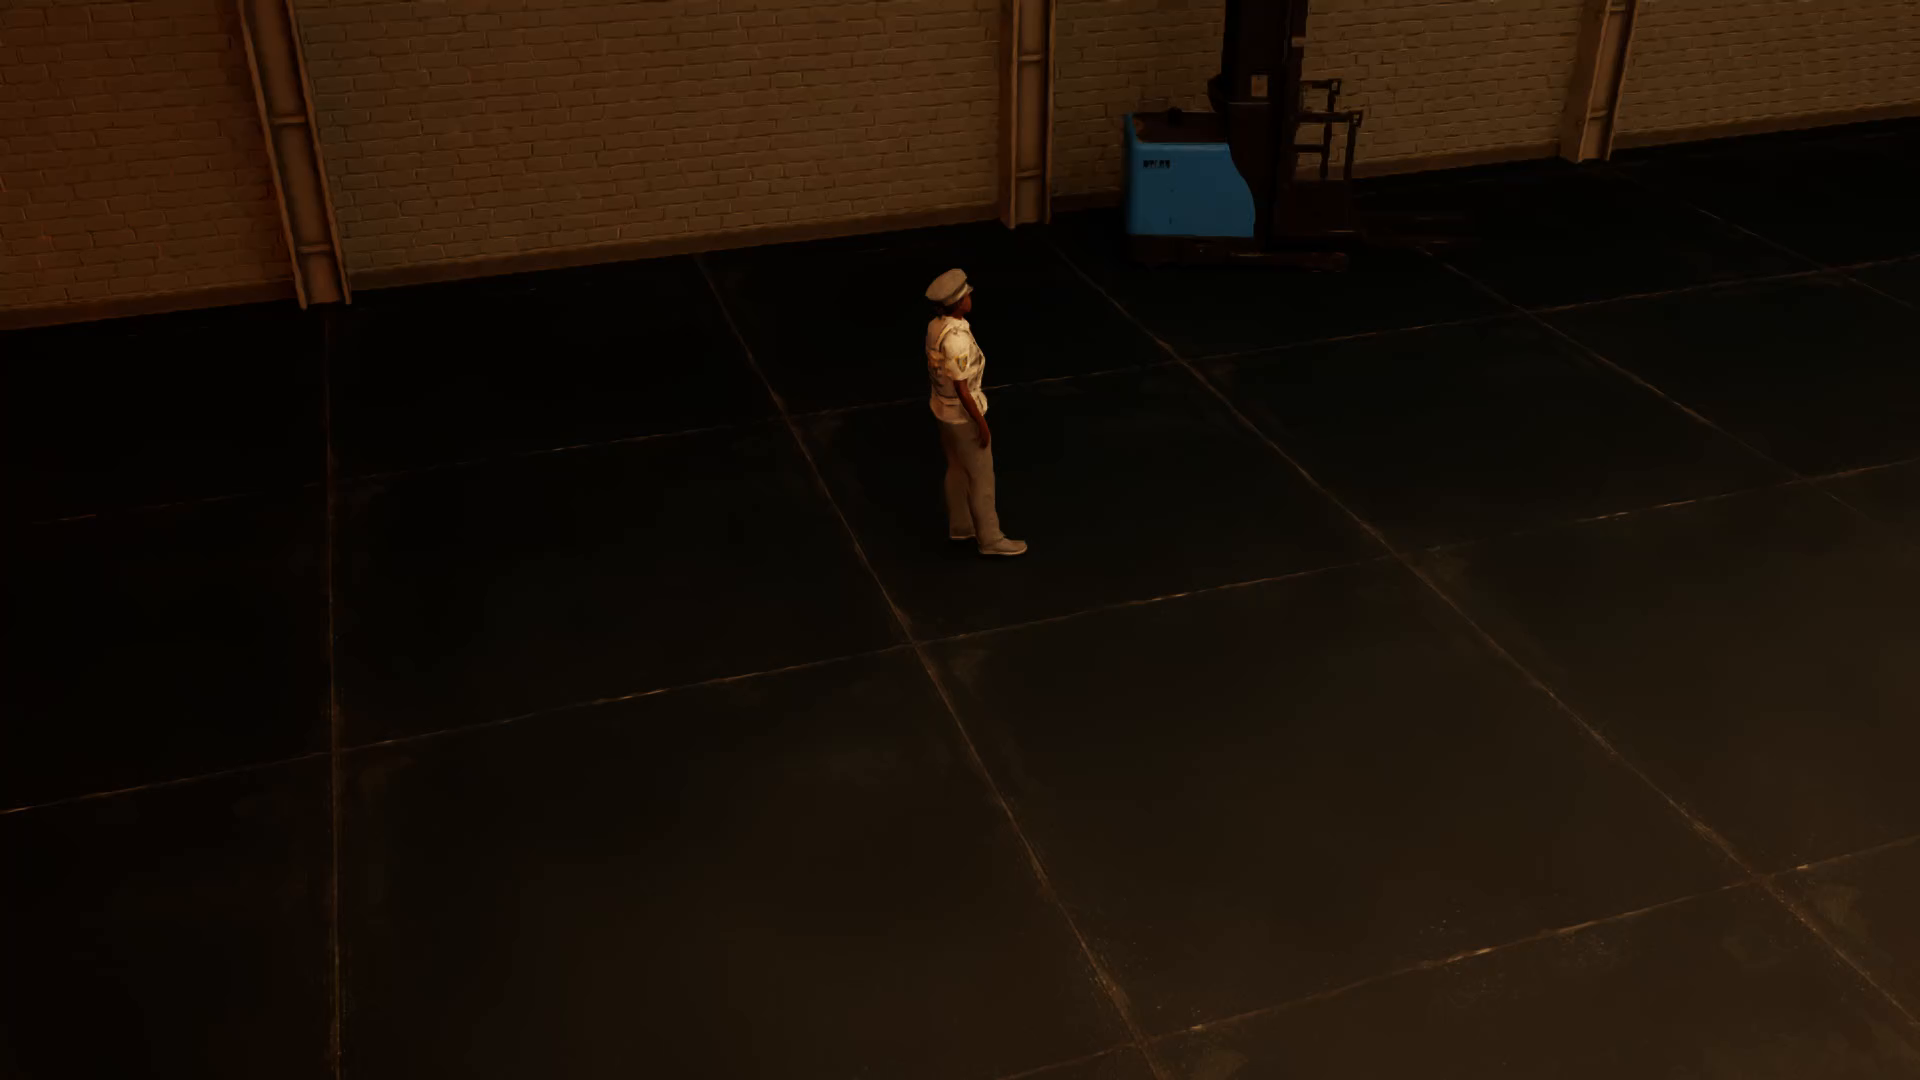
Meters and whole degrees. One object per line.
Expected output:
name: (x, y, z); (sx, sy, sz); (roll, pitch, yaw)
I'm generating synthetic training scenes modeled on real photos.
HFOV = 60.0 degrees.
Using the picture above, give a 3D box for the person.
person: (0.077, -0.744, 9.604); (0.529, 1.695, 0.570); (-10, 31, -16)

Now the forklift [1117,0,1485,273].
forklift: (2.896, -3.769, 13.638); (3.031, 2.935, 1.130); (1, 30, 1)
